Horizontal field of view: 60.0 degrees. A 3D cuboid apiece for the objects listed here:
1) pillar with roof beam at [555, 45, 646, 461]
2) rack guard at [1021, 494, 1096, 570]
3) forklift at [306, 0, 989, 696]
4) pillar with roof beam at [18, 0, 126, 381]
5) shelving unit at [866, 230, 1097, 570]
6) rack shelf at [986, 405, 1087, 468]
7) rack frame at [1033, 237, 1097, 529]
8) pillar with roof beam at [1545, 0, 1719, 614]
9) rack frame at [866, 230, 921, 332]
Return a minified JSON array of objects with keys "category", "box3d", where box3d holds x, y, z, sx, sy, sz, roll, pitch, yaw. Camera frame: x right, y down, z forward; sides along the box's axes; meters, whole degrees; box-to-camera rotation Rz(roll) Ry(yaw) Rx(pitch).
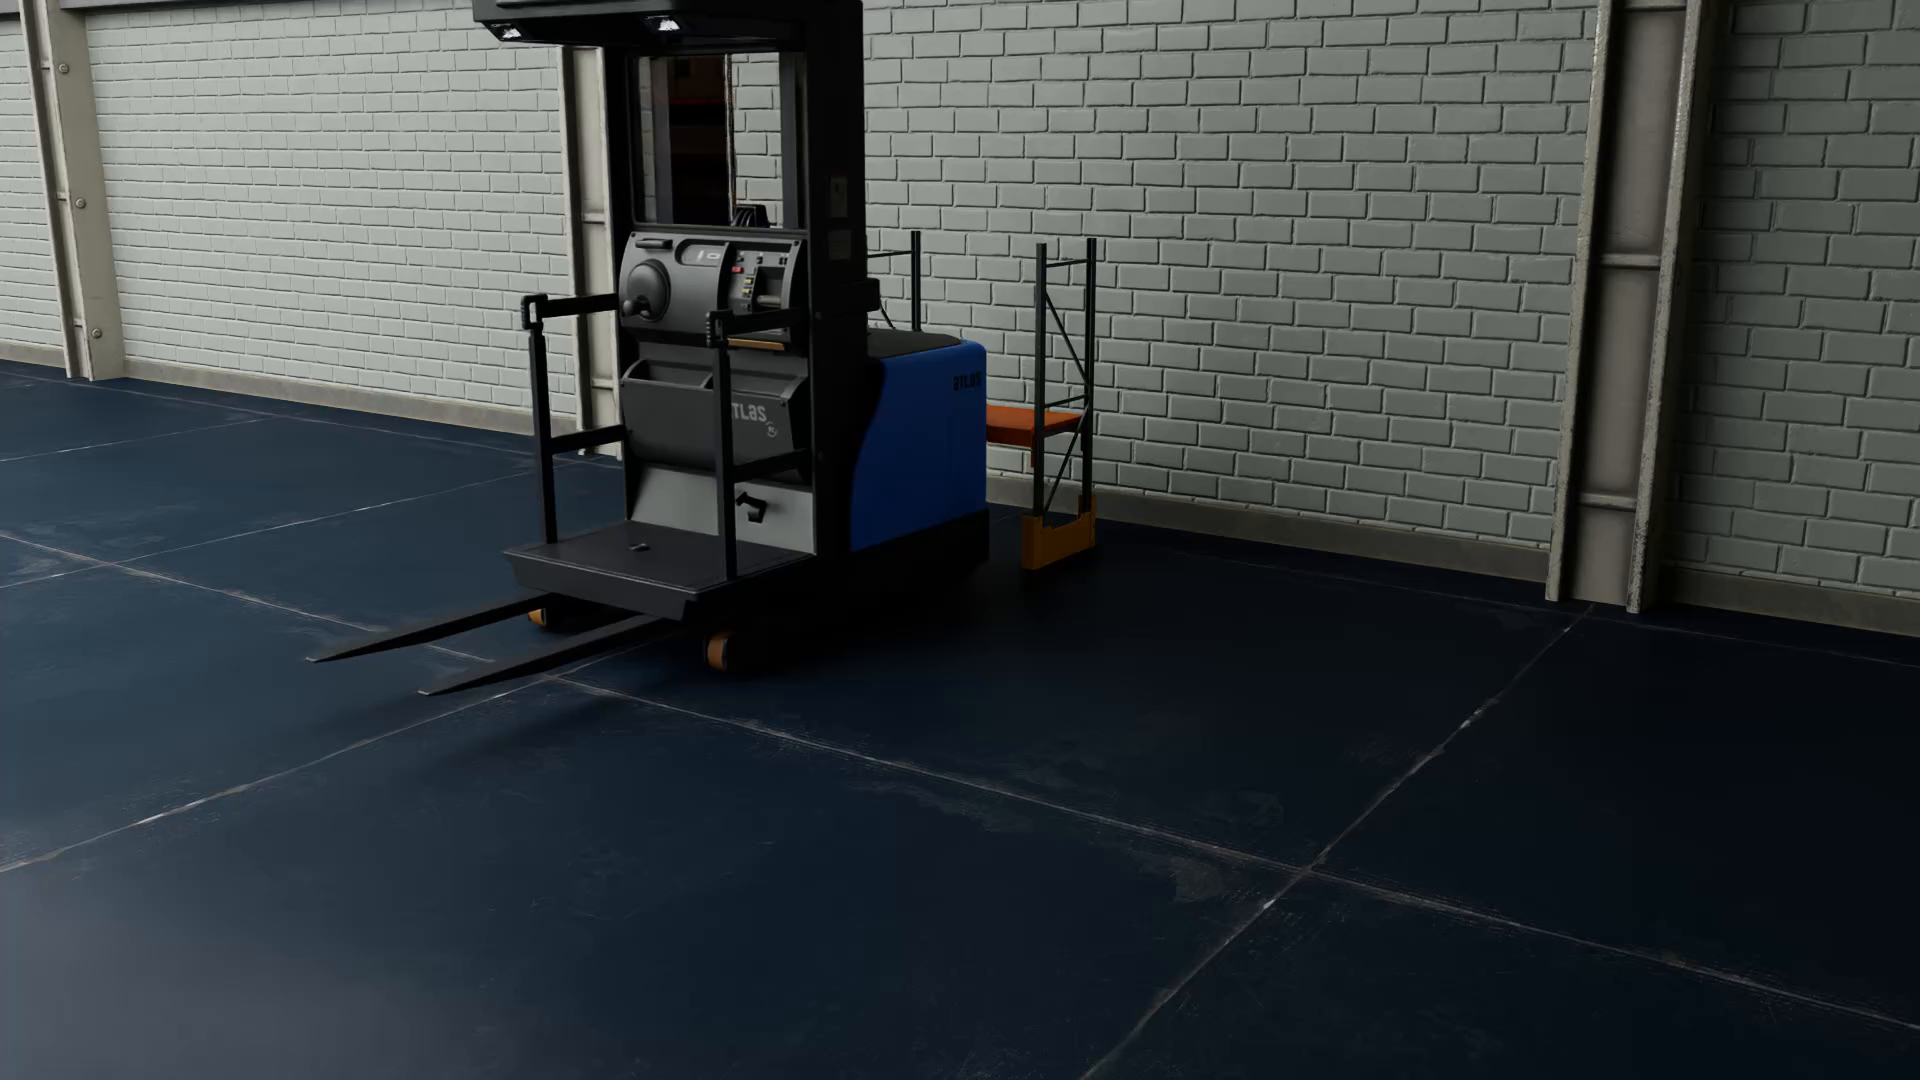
[{"category":"pillar with roof beam","box3d":[-4.573,-4.058,5.990,0.400,9.000,9.100,9,17,33]},{"category":"rack guard","box3d":[0.476,-0.044,7.982,0.087,0.250,0.587,9,17,33]},{"category":"forklift","box3d":[-1.122,-1.049,6.463,1.130,2.935,3.031,10,17,34]},{"category":"pillar with roof beam","box3d":[-9.552,-4.863,9.241,0.400,9.000,9.100,9,17,33]},{"category":"shelving unit","box3d":[0.063,-0.718,8.102,1.083,1.500,0.587,9,17,33]},{"category":"rack shelf","box3d":[0.071,-0.542,8.140,1.000,0.185,0.538,9,17,33]},{"category":"rack frame","box3d":[0.493,-0.648,7.821,0.032,1.500,0.500,9,17,33]},{"category":"pillar with roof beam","box3d":[0.406,-3.254,2.740,0.400,9.000,9.100,9,17,33]},{"category":"rack frame","box3d":[-0.351,-0.785,8.372,0.032,1.500,0.500,9,17,33]}]
